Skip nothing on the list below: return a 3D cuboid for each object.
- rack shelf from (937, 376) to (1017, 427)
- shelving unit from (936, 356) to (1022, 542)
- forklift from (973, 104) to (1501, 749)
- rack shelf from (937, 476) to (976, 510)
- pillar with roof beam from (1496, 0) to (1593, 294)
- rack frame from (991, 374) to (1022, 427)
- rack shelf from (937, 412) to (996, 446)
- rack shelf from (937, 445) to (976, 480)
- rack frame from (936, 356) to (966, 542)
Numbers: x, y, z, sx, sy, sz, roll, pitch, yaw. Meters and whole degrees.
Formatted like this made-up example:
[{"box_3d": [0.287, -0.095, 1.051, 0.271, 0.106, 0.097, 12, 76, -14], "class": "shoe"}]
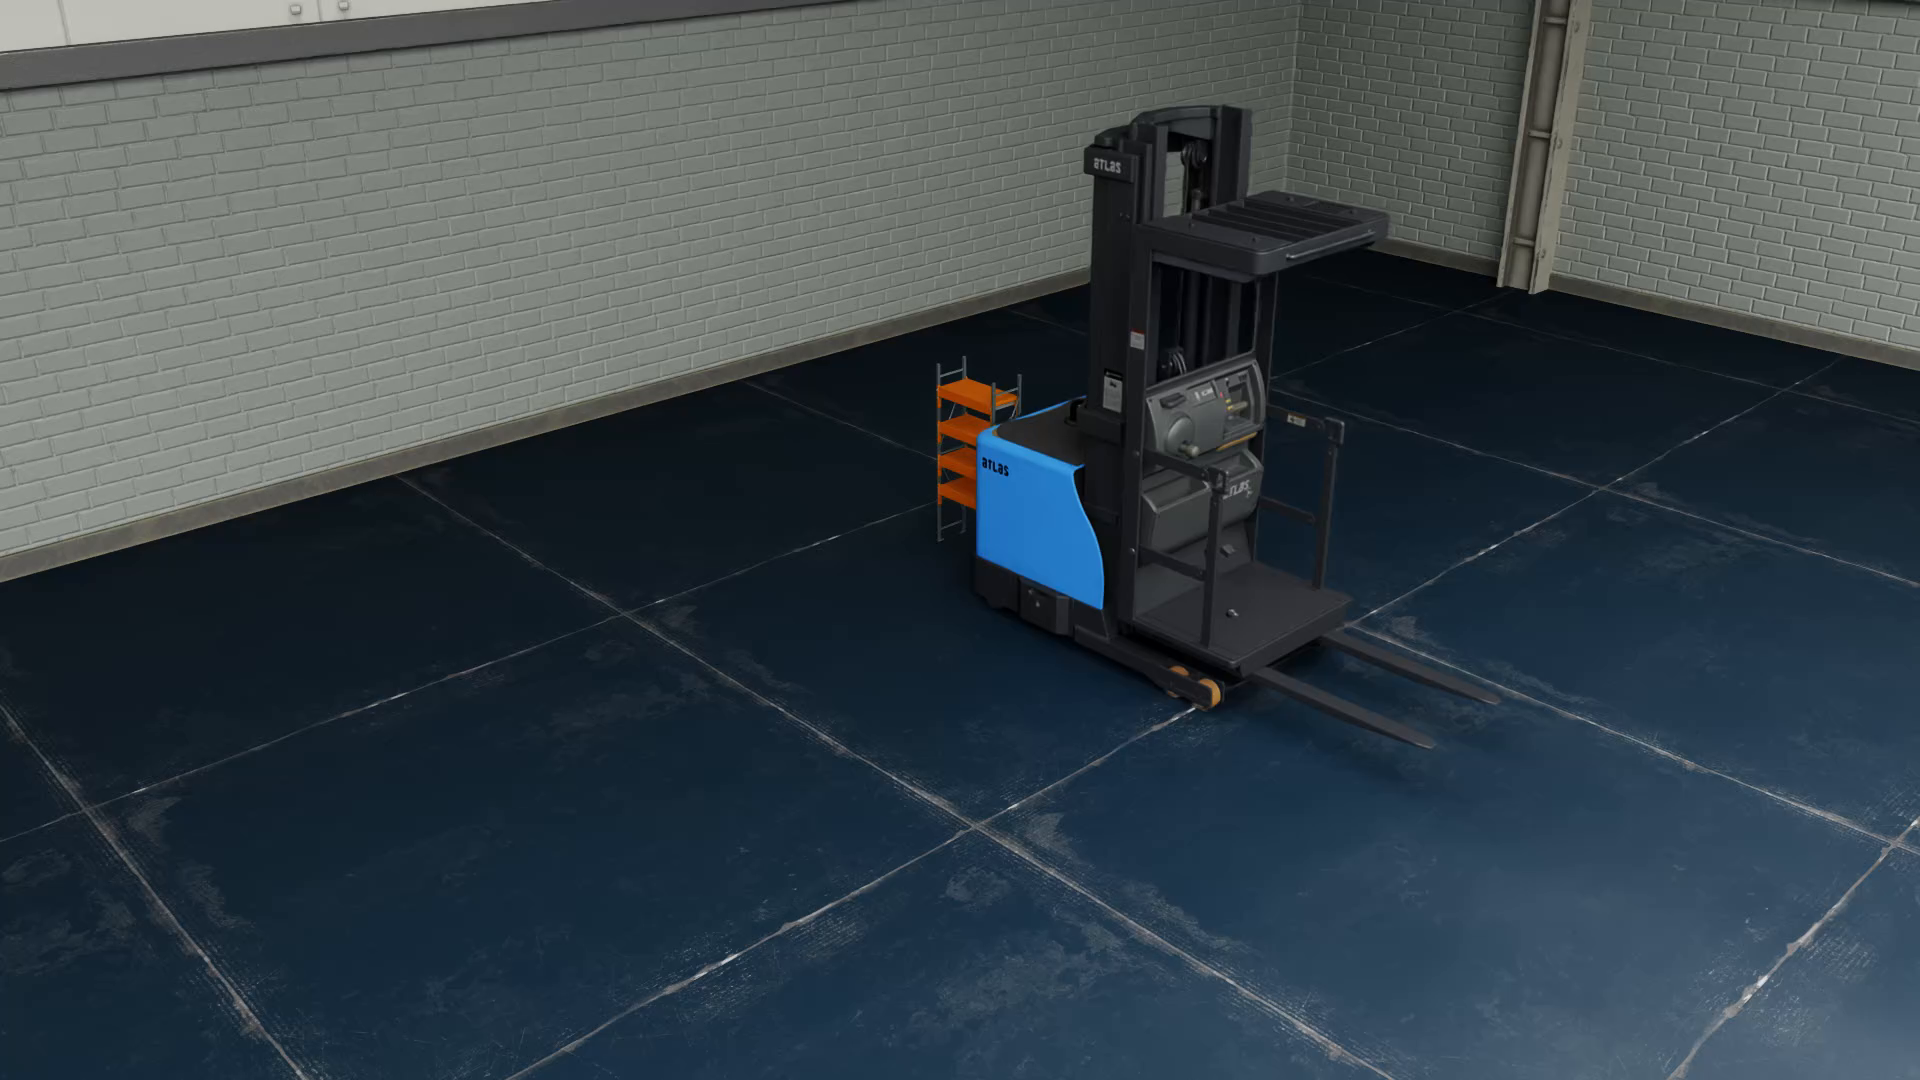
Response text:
[{"box_3d": [0.113, -0.853, 10.228, 0.258, 0.148, 0.480, -21, 32, -38], "class": "rack shelf"}, {"box_3d": [0.113, -0.496, 10.391, 0.258, 1.200, 0.503, -21, 32, -38], "class": "shelving unit"}, {"box_3d": [1.459, -0.675, 8.698, 1.130, 2.935, 3.031, -22, 32, -39], "class": "forklift"}, {"box_3d": [0.113, -0.254, 10.501, 0.258, 0.148, 0.480, -21, 32, -38], "class": "rack shelf"}, {"box_3d": [2.313, -5.325, 11.580, 9.100, 9.000, 0.400, -21, 32, -38], "class": "pillar with roof beam"}, {"box_3d": [0.280, -0.422, 10.229, 0.240, 1.200, 0.015, -21, 32, -38], "class": "rack frame"}, {"box_3d": [0.113, -0.638, 10.326, 0.258, 0.148, 0.480, -21, 32, -38], "class": "rack shelf"}, {"box_3d": [0.113, -0.435, 10.419, 0.258, 0.148, 0.480, -21, 32, -38], "class": "rack shelf"}, {"box_3d": [-0.054, -0.570, 10.553, 0.240, 1.200, 0.015, -21, 32, -38], "class": "rack frame"}]
